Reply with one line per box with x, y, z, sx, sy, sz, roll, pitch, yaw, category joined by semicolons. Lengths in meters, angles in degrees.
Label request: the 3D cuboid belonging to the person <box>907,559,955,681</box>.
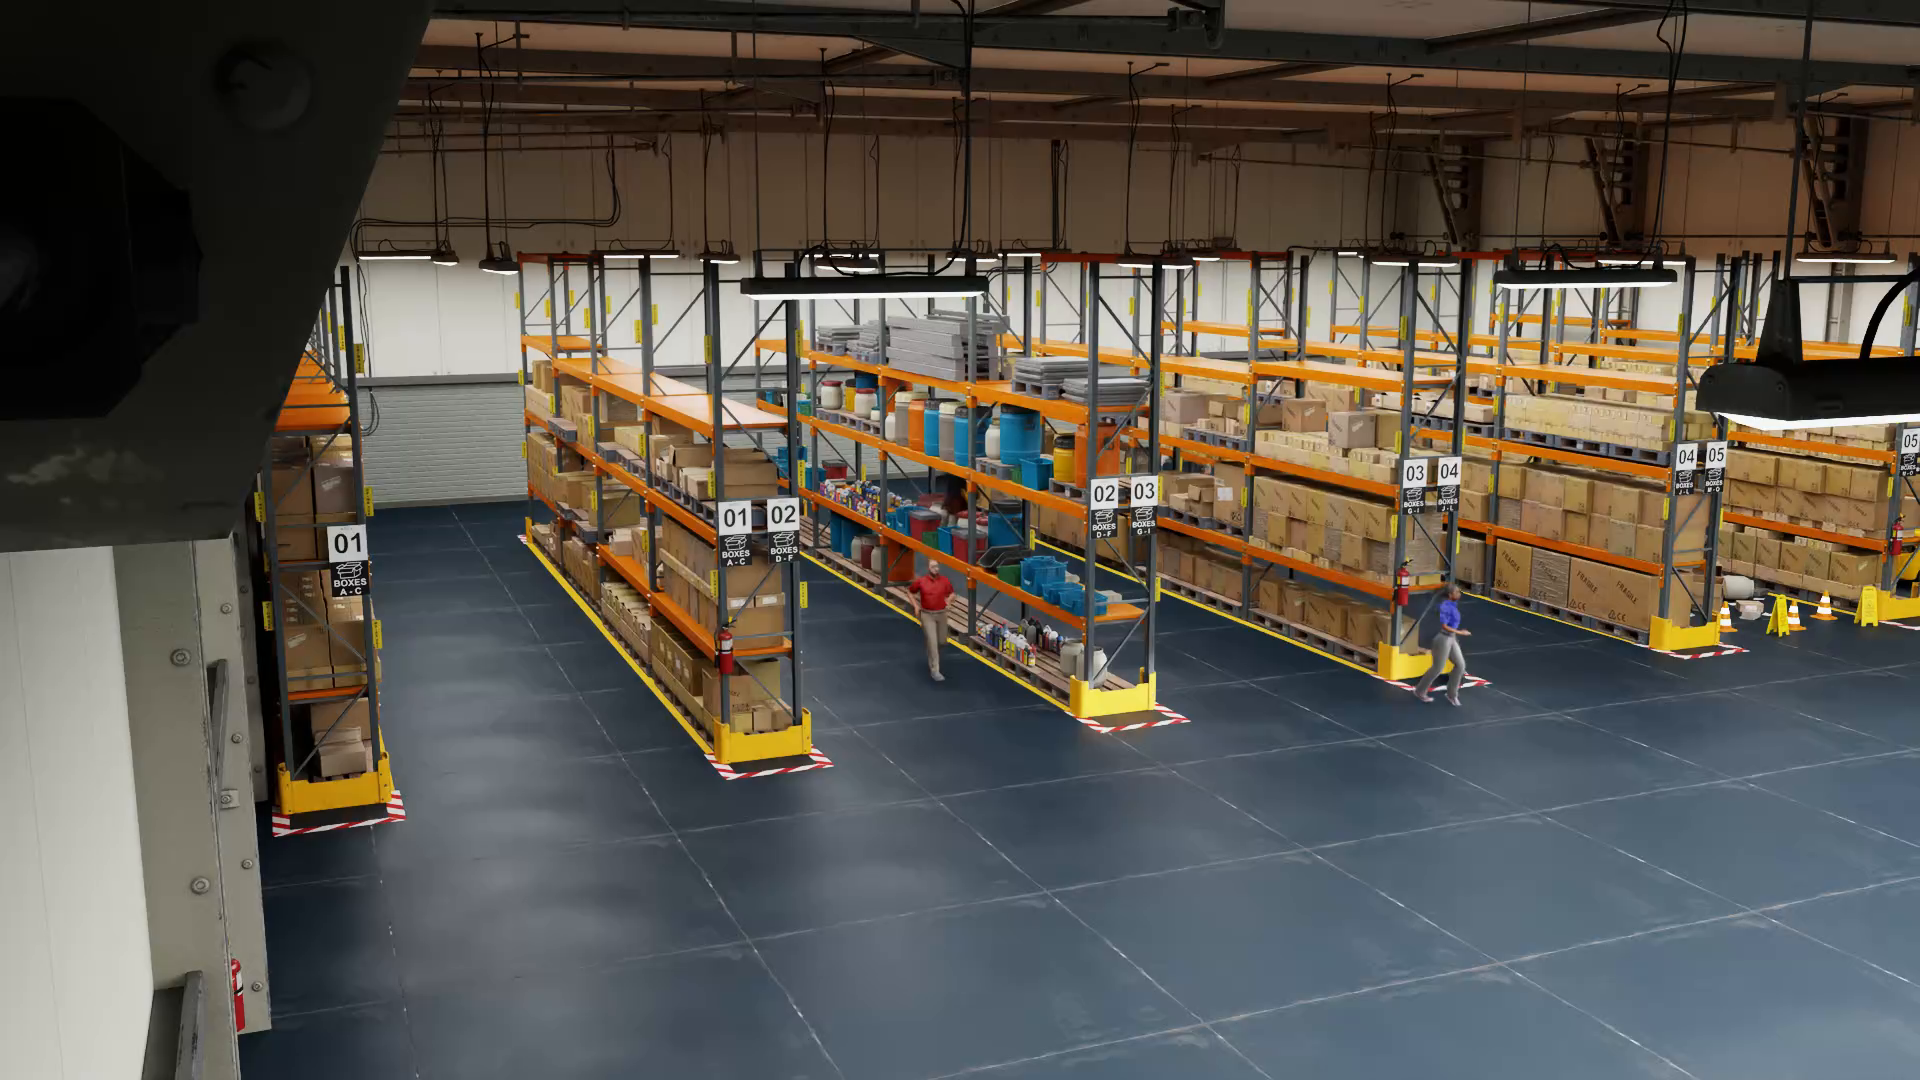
-0.391;1.116;24.142;0.673;1.699;0.944;-4;11;-21;person

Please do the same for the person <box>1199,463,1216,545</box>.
5.110;-0.778;34.587;0.624;1.669;0.861;-5;12;-26;person

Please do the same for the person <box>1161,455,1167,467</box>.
4.896;-2.104;41.722;0.840;1.720;1.005;-2;11;-10;person

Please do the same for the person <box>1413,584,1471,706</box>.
6.618;1.447;22.709;0.704;1.719;0.606;6;12;28;person
